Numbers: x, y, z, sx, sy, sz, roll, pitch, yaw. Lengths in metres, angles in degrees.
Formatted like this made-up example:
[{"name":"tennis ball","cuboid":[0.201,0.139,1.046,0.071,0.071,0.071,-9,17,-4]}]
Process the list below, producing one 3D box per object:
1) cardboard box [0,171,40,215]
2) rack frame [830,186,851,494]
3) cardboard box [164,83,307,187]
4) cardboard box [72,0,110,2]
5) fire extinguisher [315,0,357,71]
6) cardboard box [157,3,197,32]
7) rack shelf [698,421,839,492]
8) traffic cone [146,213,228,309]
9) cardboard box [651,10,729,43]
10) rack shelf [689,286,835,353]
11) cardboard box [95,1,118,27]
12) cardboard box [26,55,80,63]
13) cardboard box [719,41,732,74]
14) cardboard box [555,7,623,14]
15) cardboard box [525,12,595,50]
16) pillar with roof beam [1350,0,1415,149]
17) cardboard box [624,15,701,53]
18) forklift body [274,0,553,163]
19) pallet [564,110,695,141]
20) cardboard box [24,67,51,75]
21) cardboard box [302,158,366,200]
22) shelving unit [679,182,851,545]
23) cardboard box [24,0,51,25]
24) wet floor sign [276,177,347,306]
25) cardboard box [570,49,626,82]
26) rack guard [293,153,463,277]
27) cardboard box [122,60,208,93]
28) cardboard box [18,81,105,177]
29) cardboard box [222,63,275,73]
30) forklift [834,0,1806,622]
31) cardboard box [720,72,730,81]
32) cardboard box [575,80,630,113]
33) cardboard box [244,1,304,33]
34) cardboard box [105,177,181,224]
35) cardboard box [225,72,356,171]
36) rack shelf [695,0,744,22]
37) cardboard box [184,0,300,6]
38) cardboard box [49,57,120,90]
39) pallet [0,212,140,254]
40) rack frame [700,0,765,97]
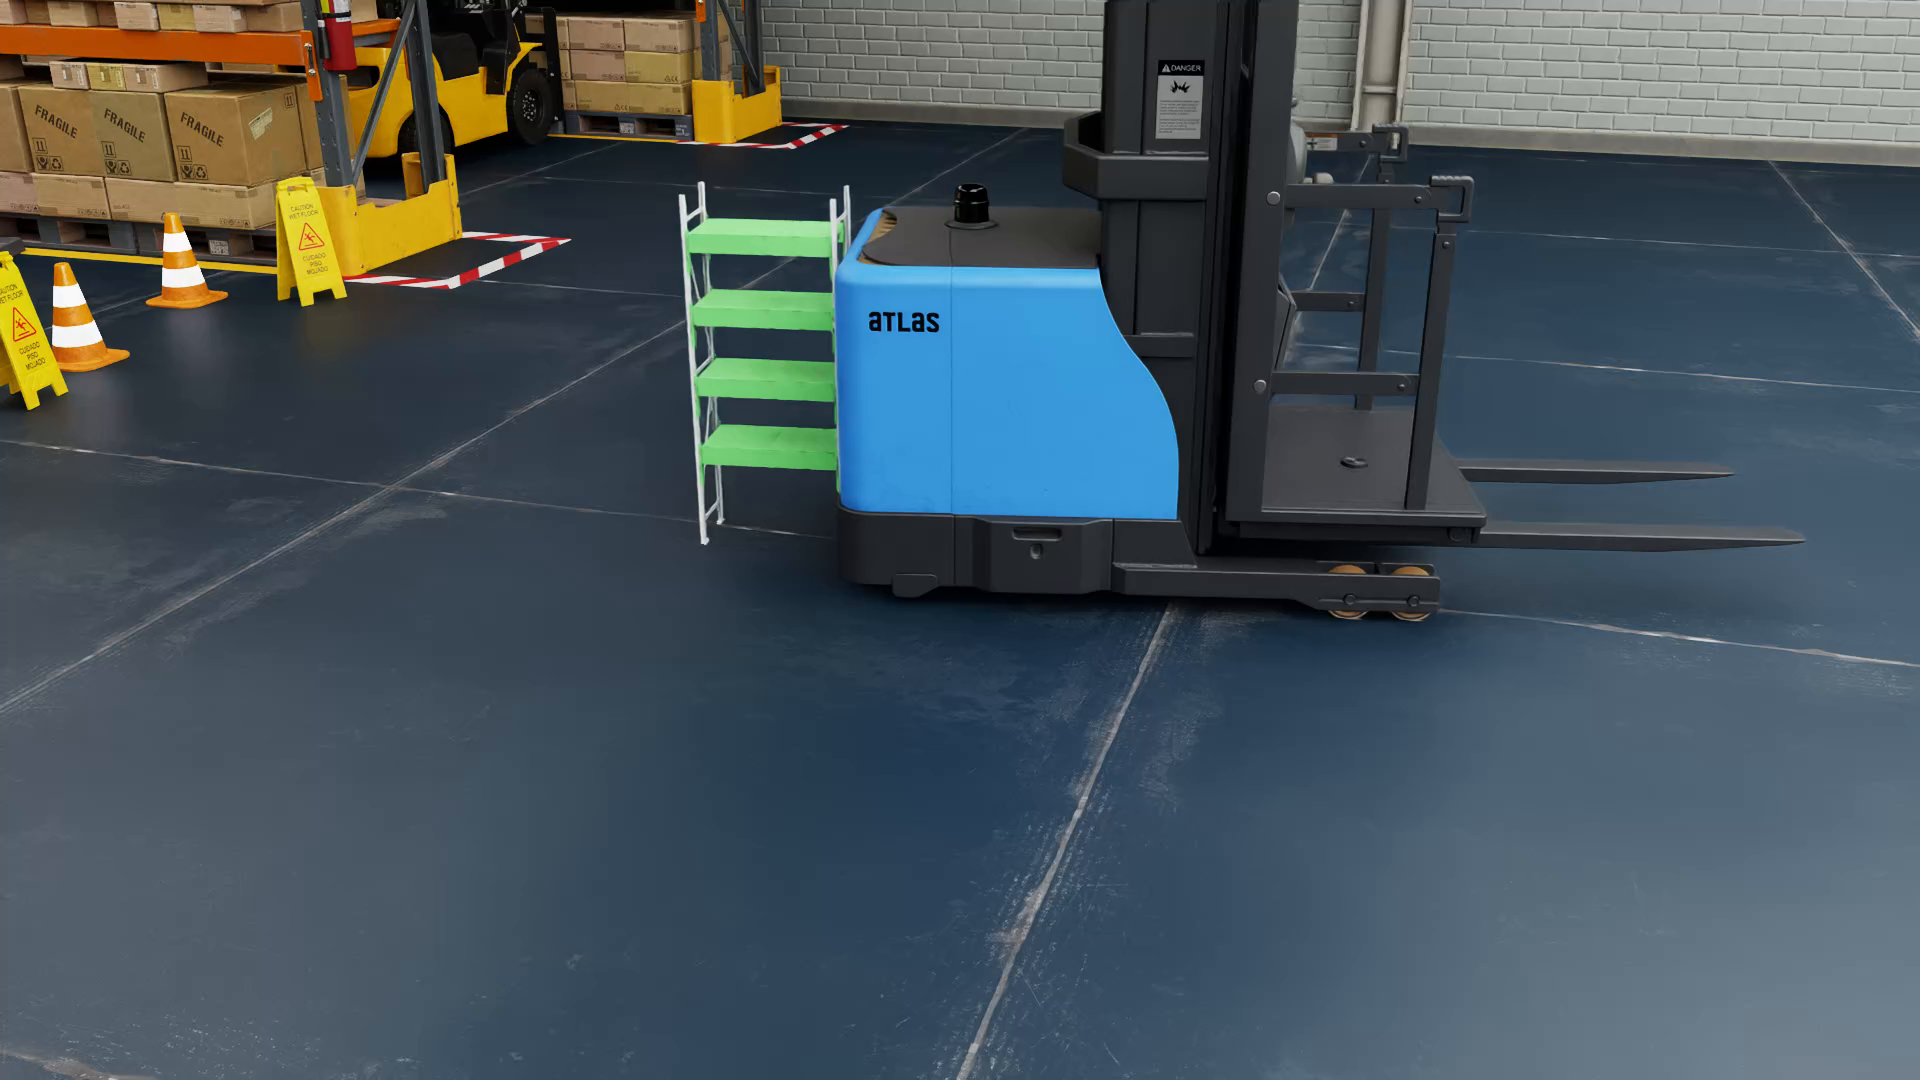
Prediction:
[{"name":"cardboard box","cuboid":[-5.670,-2.179,10.200,0.500,0.250,0.500,6,23,15]},{"name":"rack frame","cuboid":[-0.385,-0.557,5.546,0.015,1.200,0.240,3,22,7]},{"name":"cardboard box","cuboid":[-4.192,-2.355,9.641,0.500,0.500,0.500,7,23,16]},{"name":"cardboard box","cuboid":[-4.905,-3.349,9.458,0.500,0.500,0.500,6,23,15]},{"name":"fire extinguisher","cuboid":[-3.374,-2.877,8.934,0.183,0.674,0.296,7,23,16]},{"name":"cardboard box","cuboid":[-4.284,-2.964,9.373,0.250,0.149,0.380,6,23,15]},{"name":"rack shelf","cuboid":[-0.626,-0.288,5.693,0.480,0.148,0.258,3,22,7]},{"name":"traffic cone","cuboid":[-4.134,-1.498,8.812,0.334,0.463,0.336,7,23,16]},{"name":"cardboard box","cuboid":[-2.325,-4.403,14.304,0.500,0.250,0.500,6,23,15]},{"name":"rack shelf","cuboid":[-0.626,-0.732,5.510,0.480,0.148,0.258,3,22,7]},{"name":"cardboard box","cuboid":[-4.744,-3.060,9.608,0.250,0.149,0.380,7,23,16]},{"name":"cardboard box","cuboid":[-8.358,-4.727,15.918,0.625,0.625,0.875,7,23,17]},{"name":"cardboard box","cuboid":[-2.310,-4.177,14.413,0.500,0.250,0.500,7,23,16]},{"name":"cardboard box","cuboid":[-3.280,-4.515,14.578,0.500,0.250,0.500,6,23,15]},{"name":"cardboard box","cuboid":[-3.427,-4.324,14.112,0.500,0.250,0.500,7,23,16]},{"name":"pillar with roof beam","cuboid":[2.175,-5.854,8.185,0.400,9.000,9.100,7,23,16]},{"name":"cardboard box","cuboid":[-2.451,-4.219,13.855,0.500,0.250,0.500,7,23,17]},{"name":"forklift body","cuboid":[-4.262,-4.049,12.808,1.214,2.155,2.313,7,23,16]},{"name":"pallet","cuboid":[-2.664,-3.676,14.452,1.213,0.211,1.003,7,23,16]},{"name":"cardboard box","cuboid":[-5.559,-2.723,10.537,0.500,0.500,0.500,8,24,18]},{"name":"cardboard box","cuboid":[-4.042,-2.204,10.261,0.500,0.250,0.500,6,23,15]},{"name":"shelving unit","cuboid":[-0.626,-0.569,5.577,0.503,1.200,0.258,3,22,7]},{"name":"cardboard box","cuboid":[-5.228,-3.115,9.742,0.250,0.149,0.380,7,23,16]},{"name":"wet floor sign","cuboid":[-3.477,-1.594,8.806,0.232,0.644,0.267,16,27,34]},{"name":"cardboard box","cuboid":[-2.953,-4.049,14.100,0.500,0.250,0.500,6,23,15]},{"name":"rack guard","cuboid":[-3.423,-1.945,9.853,0.348,0.500,1.175,7,23,16]},{"name":"cardboard box","cuboid":[-4.563,-2.671,9.557,0.250,0.149,0.380,7,23,17]},{"name":"cardboard box","cuboid":[-5.174,-2.469,9.919,0.500,0.500,0.500,6,23,14]},{"name":"cardboard box","cuboid":[-6.252,-4.484,15.325,0.625,0.625,0.875,8,24,18]},{"name":"forklift","cuboid":[1.150,-1.313,5.108,3.031,2.935,1.130,1,22,3]},{"name":"cardboard box","cuboid":[-2.334,-3.944,14.502,0.500,0.250,0.500,7,23,16]},{"name":"cardboard box","cuboid":[-2.934,-3.814,14.185,0.500,0.250,0.500,7,23,15]},{"name":"cardboard box","cuboid":[-3.770,-2.940,9.316,0.250,0.149,0.380,7,23,17]},{"name":"cardboard box","cuboid":[-4.695,-2.066,9.923,0.500,0.250,0.500,7,23,16]},{"name":"cardboard box","cuboid":[-4.065,-2.554,10.124,0.500,0.500,0.500,6,23,14]},{"name":"rack shelf","cuboid":[-3.835,-4.783,14.427,4.000,0.370,1.077,7,23,16]},{"name":"cardboard box","cuboid":[-3.949,-3.236,9.184,0.500,0.500,0.500,6,23,15]},{"name":"cardboard box","cuboid":[-5.055,-2.729,9.699,0.250,0.149,0.380,8,23,18]},{"name":"pallet","cuboid":[-5.355,-2.048,10.484,1.213,0.211,1.003,7,23,16]},{"name":"rack frame","cuboid":[-1.920,-4.897,13.756,0.127,3.000,1.000,7,23,16]}]
